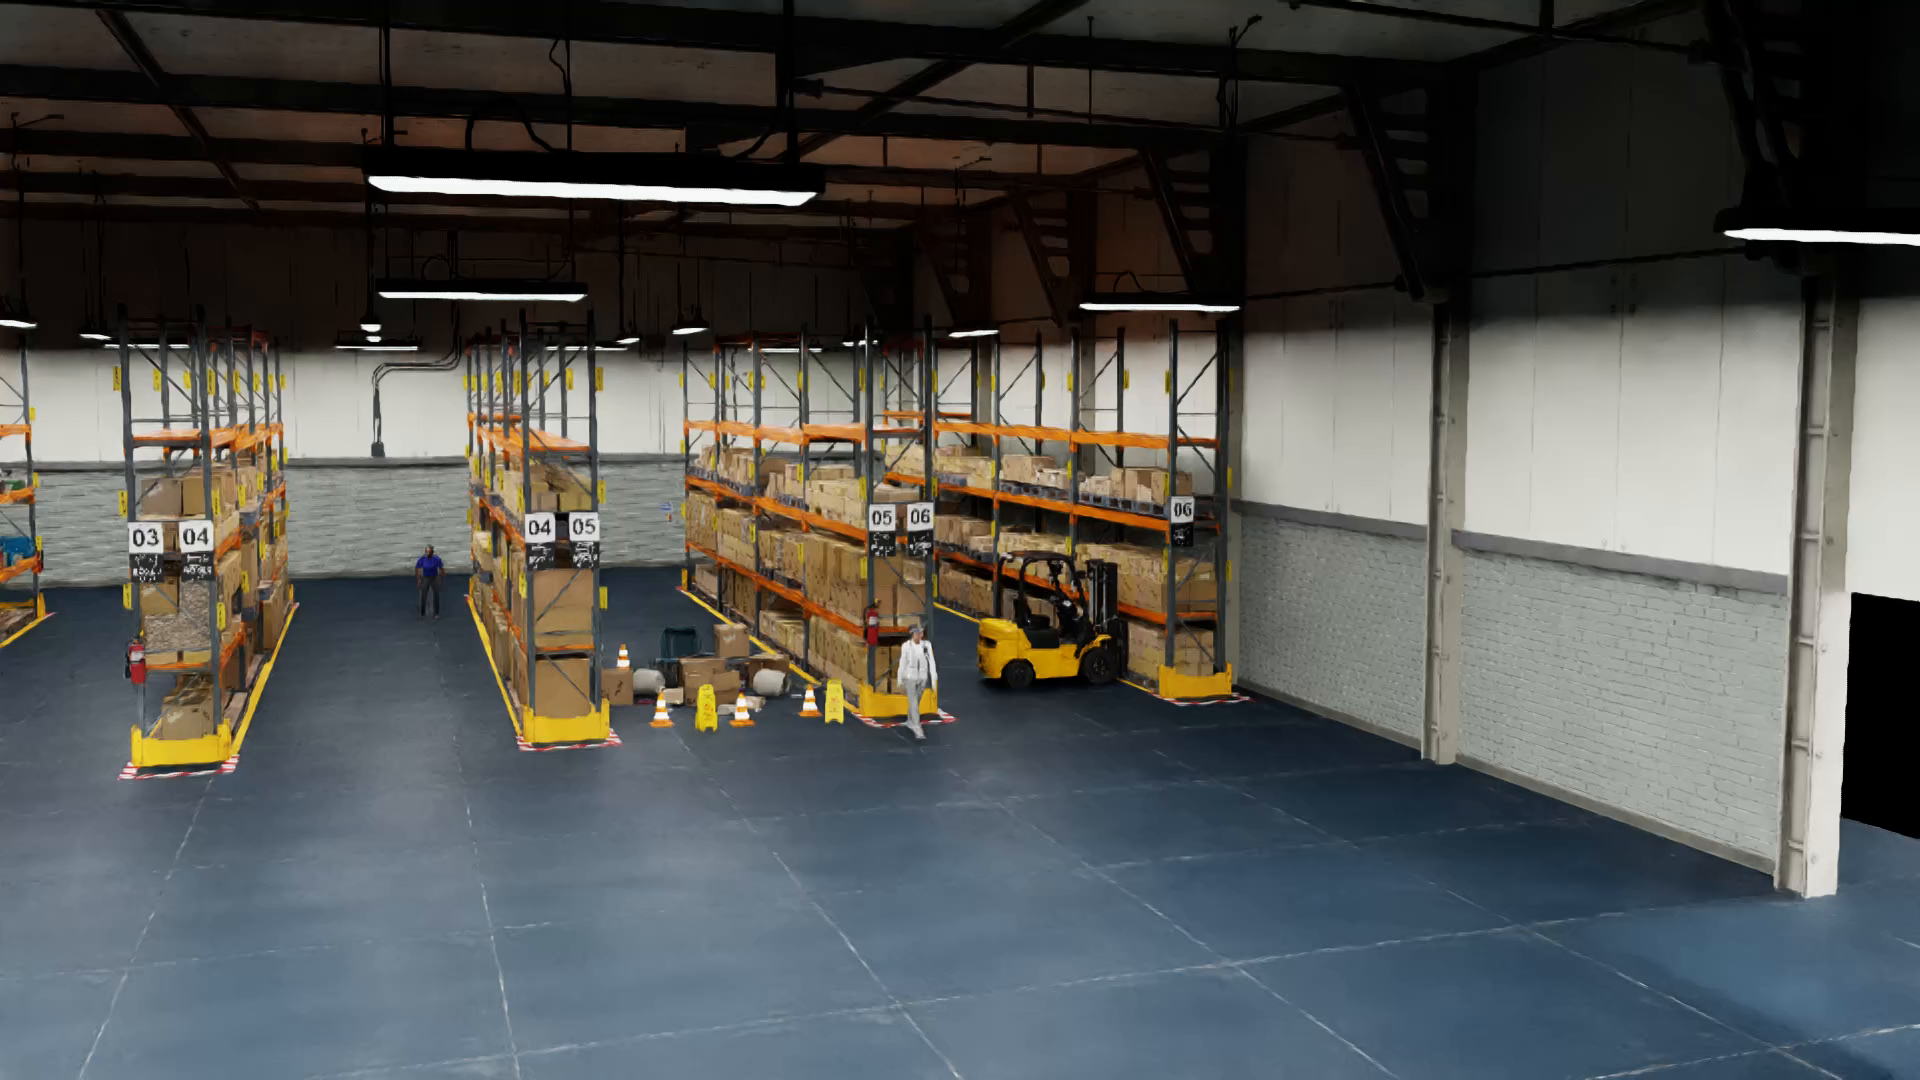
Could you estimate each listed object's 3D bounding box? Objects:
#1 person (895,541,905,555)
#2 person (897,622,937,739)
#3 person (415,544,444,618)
[{"bbox_3d":[-1.602,0.130,42.776,0.546,1.654,0.560,4,7,37],"label":"person"},{"bbox_3d":[-0.595,1.952,23.561,0.500,1.625,0.997,-2,6,-20],"label":"person"},{"bbox_3d":[-11.229,0.880,35.222,0.592,1.590,0.518,-2,6,-20],"label":"person"}]
